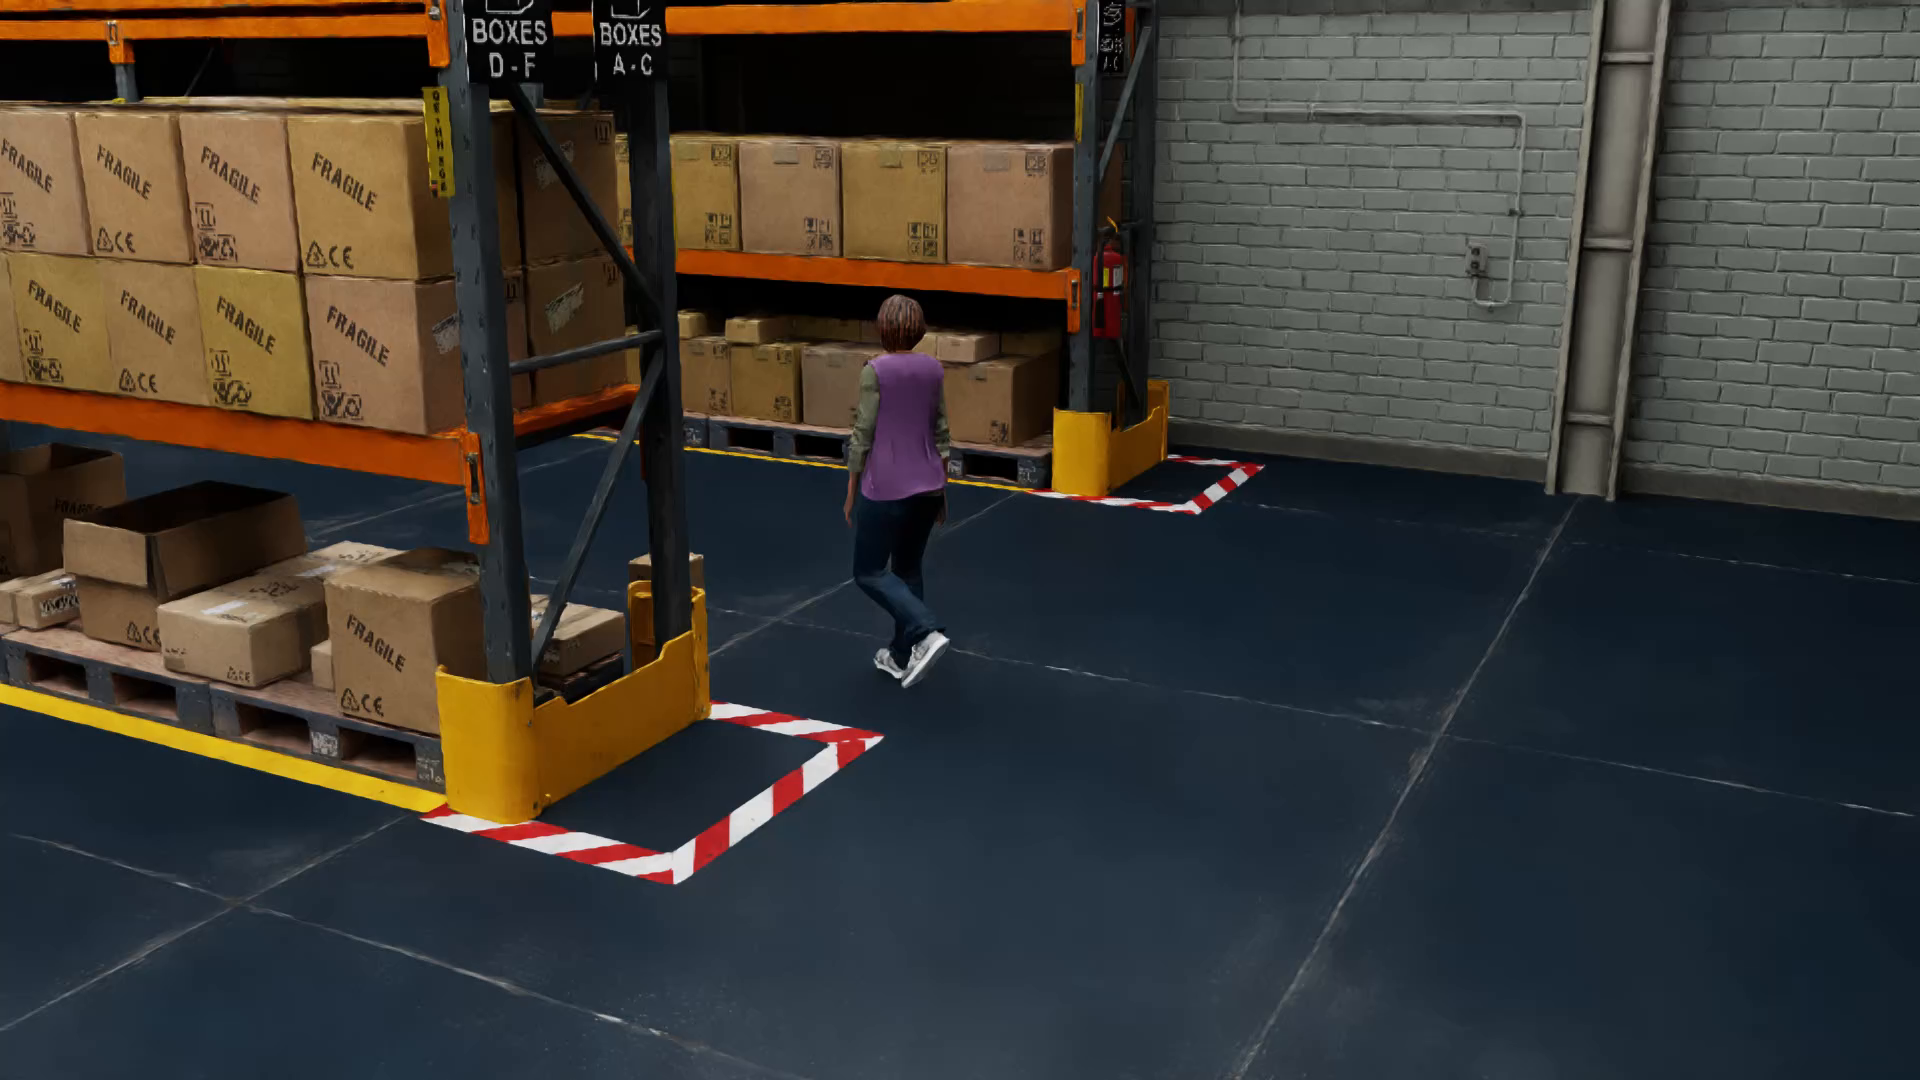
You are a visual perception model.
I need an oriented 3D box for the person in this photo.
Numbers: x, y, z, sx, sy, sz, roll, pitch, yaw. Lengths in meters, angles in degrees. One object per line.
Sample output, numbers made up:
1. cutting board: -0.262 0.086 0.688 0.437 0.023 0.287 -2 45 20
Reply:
1. person: -0.198 -0.137 6.574 0.448 1.516 0.624 -11 19 -34
